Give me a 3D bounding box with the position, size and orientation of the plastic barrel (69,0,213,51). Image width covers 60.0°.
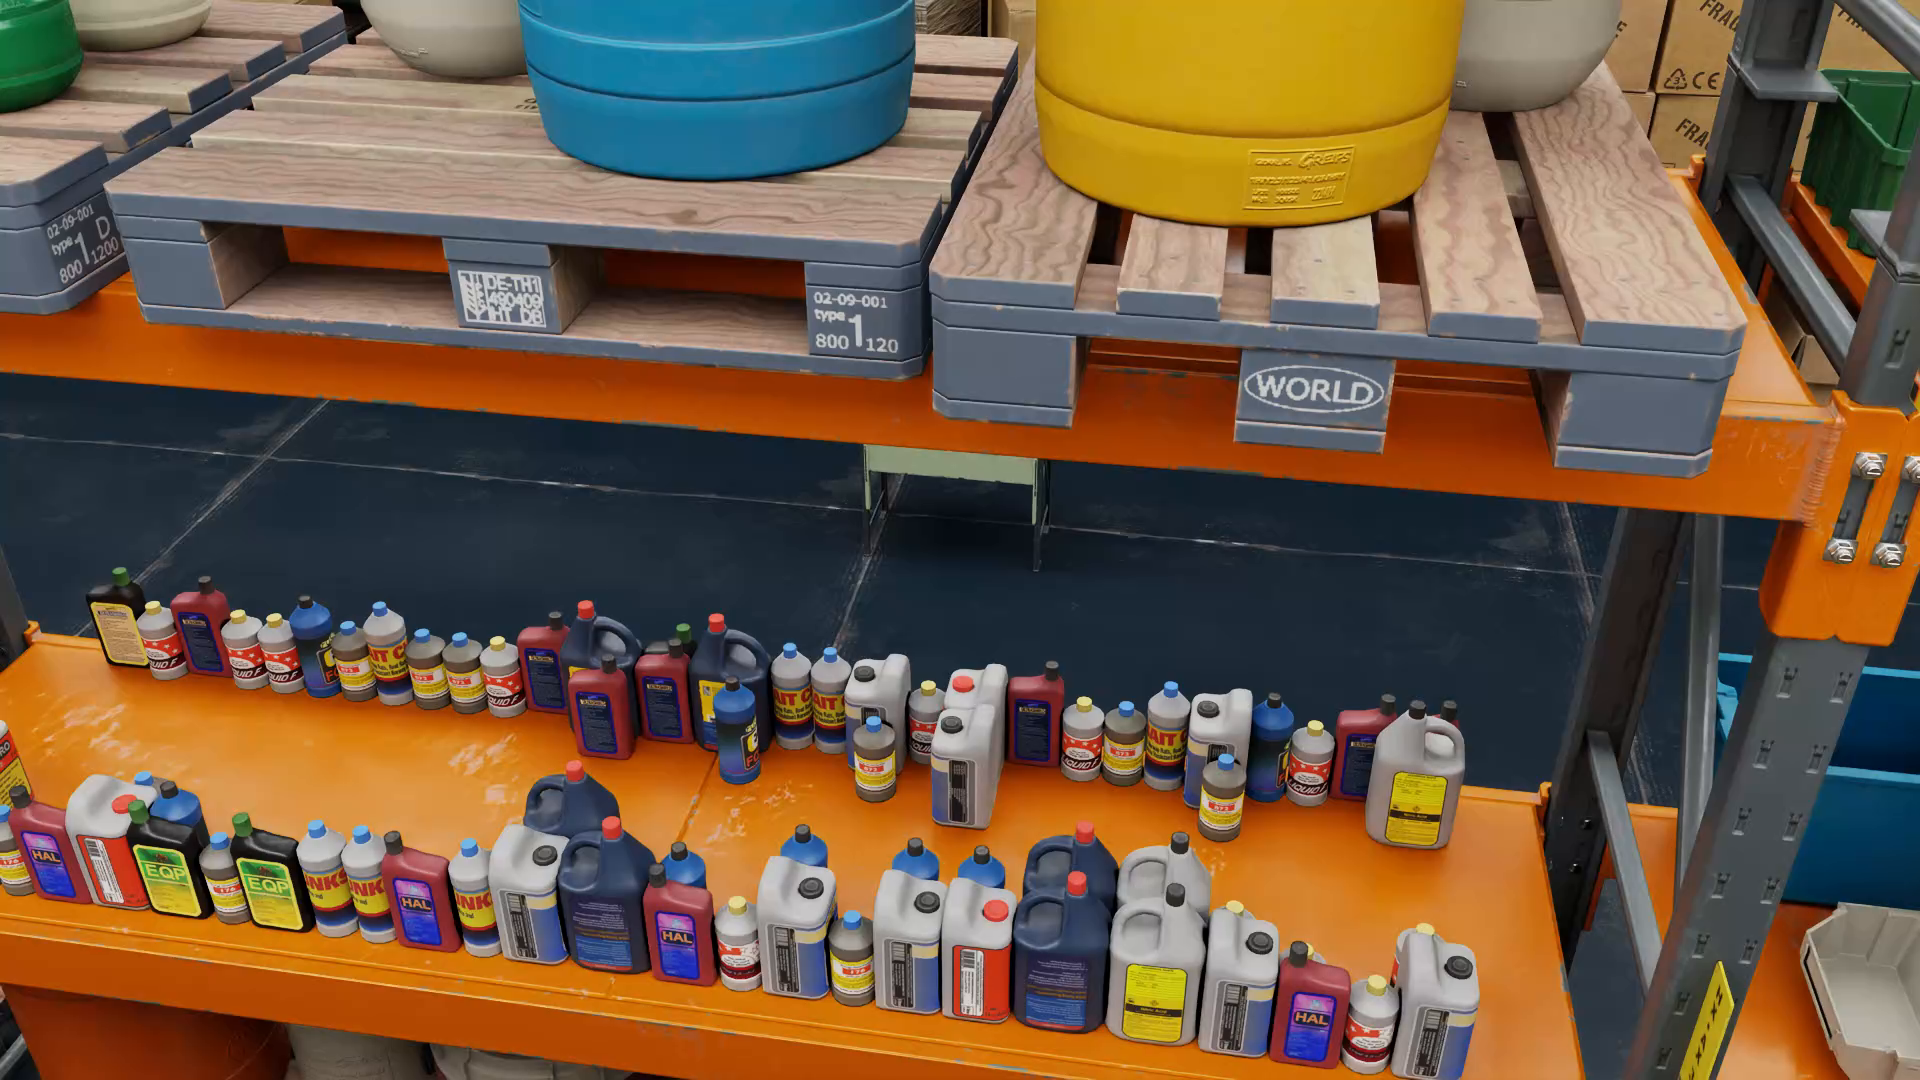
[{"bbox_3d":[-1.521,-1.041,2.994,0.301,0.262,0.301,0,32,0],"label":"plastic barrel"}]

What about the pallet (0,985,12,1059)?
[{"bbox_3d":[-3.359,1.423,4.778,1.213,0.211,1.003,5,32,8],"label":"pallet"}]

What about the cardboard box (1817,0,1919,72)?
[{"bbox_3d":[3.610,-2.088,6.722,0.500,0.500,0.500,4,32,7],"label":"cardboard box"}]

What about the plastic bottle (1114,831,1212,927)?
[{"bbox_3d":[0.404,0.722,3.316,0.185,0.351,0.144,5,32,8],"label":"plastic bottle"}]

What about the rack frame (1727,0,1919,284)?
[{"bbox_3d":[1.341,-1.855,1.733,0.127,3.000,1.000,5,32,8],"label":"rack frame"}]

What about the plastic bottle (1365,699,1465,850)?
[{"bbox_3d":[1.008,0.504,3.664,0.185,0.351,0.144,5,32,8],"label":"plastic bottle"}]

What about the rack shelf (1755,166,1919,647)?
[{"bbox_3d":[3.312,-0.100,2.434,4.000,0.370,1.077,5,32,8],"label":"rack shelf"}]

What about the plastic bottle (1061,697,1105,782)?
[{"bbox_3d":[0.286,0.456,3.881,0.097,0.201,0.097,0,32,0],"label":"plastic bottle"}]

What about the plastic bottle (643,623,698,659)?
[{"bbox_3d":[-0.691,0.323,4.016,0.133,0.283,0.061,5,32,8],"label":"plastic bottle"}]

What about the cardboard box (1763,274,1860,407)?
[{"bbox_3d":[4.031,-0.866,7.745,0.637,0.503,0.797,5,32,8],"label":"cardboard box"}]

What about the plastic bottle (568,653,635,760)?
[{"bbox_3d":[-0.847,0.387,3.915,0.133,0.283,0.061,5,32,8],"label":"plastic bottle"}]

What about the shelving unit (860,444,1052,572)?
[{"bbox_3d":[-0.007,-0.636,6.853,0.755,1.500,0.431,5,32,8],"label":"shelving unit"}]

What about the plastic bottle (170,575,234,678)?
[{"bbox_3d":[-1.904,0.214,4.192,0.133,0.283,0.061,5,32,8],"label":"plastic bottle"}]

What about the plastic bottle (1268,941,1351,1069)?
[{"bbox_3d":[0.662,0.874,3.136,0.133,0.283,0.061,5,32,8],"label":"plastic bottle"}]

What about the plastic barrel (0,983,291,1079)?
[{"bbox_3d":[-2.117,1.107,4.304,0.708,0.830,0.600,5,32,8],"label":"plastic barrel"}]

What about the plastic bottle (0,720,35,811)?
[{"bbox_3d":[-2.204,0.511,3.723,0.135,0.276,0.152,5,32,8],"label":"plastic bottle"}]

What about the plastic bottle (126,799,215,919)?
[{"bbox_3d":[-1.650,0.665,3.471,0.133,0.283,0.061,5,32,8],"label":"plastic bottle"}]

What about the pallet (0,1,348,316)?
[{"bbox_3d":[-1.865,-0.741,2.958,1.213,0.211,1.003,5,32,8],"label":"pallet"}]

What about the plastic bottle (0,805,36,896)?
[{"bbox_3d":[-2.024,0.656,3.562,0.097,0.201,0.097,0,32,0],"label":"plastic bottle"}]

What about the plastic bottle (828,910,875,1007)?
[{"bbox_3d":[-0.211,0.820,3.300,0.097,0.201,0.097,0,32,0],"label":"plastic bottle"}]

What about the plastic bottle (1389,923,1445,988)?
[{"bbox_3d":[0.900,0.839,3.270,0.097,0.201,0.097,0,32,0],"label":"plastic bottle"}]

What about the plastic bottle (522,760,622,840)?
[{"bbox_3d":[-0.813,0.608,3.499,0.185,0.351,0.144,5,32,8],"label":"plastic bottle"}]

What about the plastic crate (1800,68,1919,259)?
[{"bbox_3d":[1.809,-0.614,2.777,0.662,0.188,0.450,5,32,8],"label":"plastic crate"}]

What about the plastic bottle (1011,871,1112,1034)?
[{"bbox_3d":[0.197,0.781,3.221,0.185,0.351,0.144,5,32,8],"label":"plastic bottle"}]

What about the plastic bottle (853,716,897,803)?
[{"bbox_3d":[-0.195,0.495,3.820,0.097,0.201,0.097,0,32,0],"label":"plastic bottle"}]

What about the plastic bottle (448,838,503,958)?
[{"bbox_3d":[-0.982,0.720,3.393,0.097,0.271,0.097,0,32,0],"label":"plastic bottle"}]

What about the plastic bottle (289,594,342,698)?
[{"bbox_3d":[-1.602,0.256,4.135,0.097,0.271,0.097,0,32,0],"label":"plastic bottle"}]

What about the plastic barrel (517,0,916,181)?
[{"bbox_3d":[-0.367,-1.047,2.400,0.708,0.901,0.600,5,32,8],"label":"plastic barrel"}]

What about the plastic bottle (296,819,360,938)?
[{"bbox_3d":[-1.305,0.691,3.440,0.097,0.271,0.097,0,32,0],"label":"plastic bottle"}]

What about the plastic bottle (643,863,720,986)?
[{"bbox_3d":[-0.556,0.764,3.313,0.133,0.283,0.061,5,32,8],"label":"plastic bottle"}]

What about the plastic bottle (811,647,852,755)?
[{"bbox_3d":[-0.302,0.373,3.947,0.097,0.271,0.097,0,32,0],"label":"plastic bottle"}]

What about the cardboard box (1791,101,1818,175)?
[{"bbox_3d":[3.632,-1.667,6.992,0.500,0.500,0.500,5,32,8],"label":"cardboard box"}]

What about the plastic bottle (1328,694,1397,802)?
[{"bbox_3d":[0.920,0.469,3.783,0.133,0.283,0.061,5,32,8],"label":"plastic bottle"}]

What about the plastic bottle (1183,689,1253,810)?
[{"bbox_3d":[0.588,0.467,3.794,0.135,0.276,0.152,5,32,8],"label":"plastic bottle"}]

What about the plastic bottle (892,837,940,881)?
[{"bbox_3d":[-0.089,0.719,3.395,0.097,0.271,0.097,0,32,0],"label":"plastic bottle"}]

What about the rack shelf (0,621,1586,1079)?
[{"bbox_3d":[-0.631,0.814,3.800,4.000,0.370,1.077,5,32,8],"label":"rack shelf"}]

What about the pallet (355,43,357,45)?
[{"bbox_3d":[-4.111,-3.957,13.373,1.213,0.211,1.003,5,32,8],"label":"pallet"}]

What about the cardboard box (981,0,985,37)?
[{"bbox_3d":[-0.233,-3.983,12.417,0.750,0.750,0.750,5,32,8],"label":"cardboard box"}]

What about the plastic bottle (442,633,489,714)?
[{"bbox_3d":[-1.218,0.320,4.098,0.097,0.201,0.097,0,32,0],"label":"plastic bottle"}]

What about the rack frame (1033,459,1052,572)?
[{"bbox_3d":[0.354,-0.604,6.801,0.023,1.500,0.400,5,32,8],"label":"rack frame"}]
